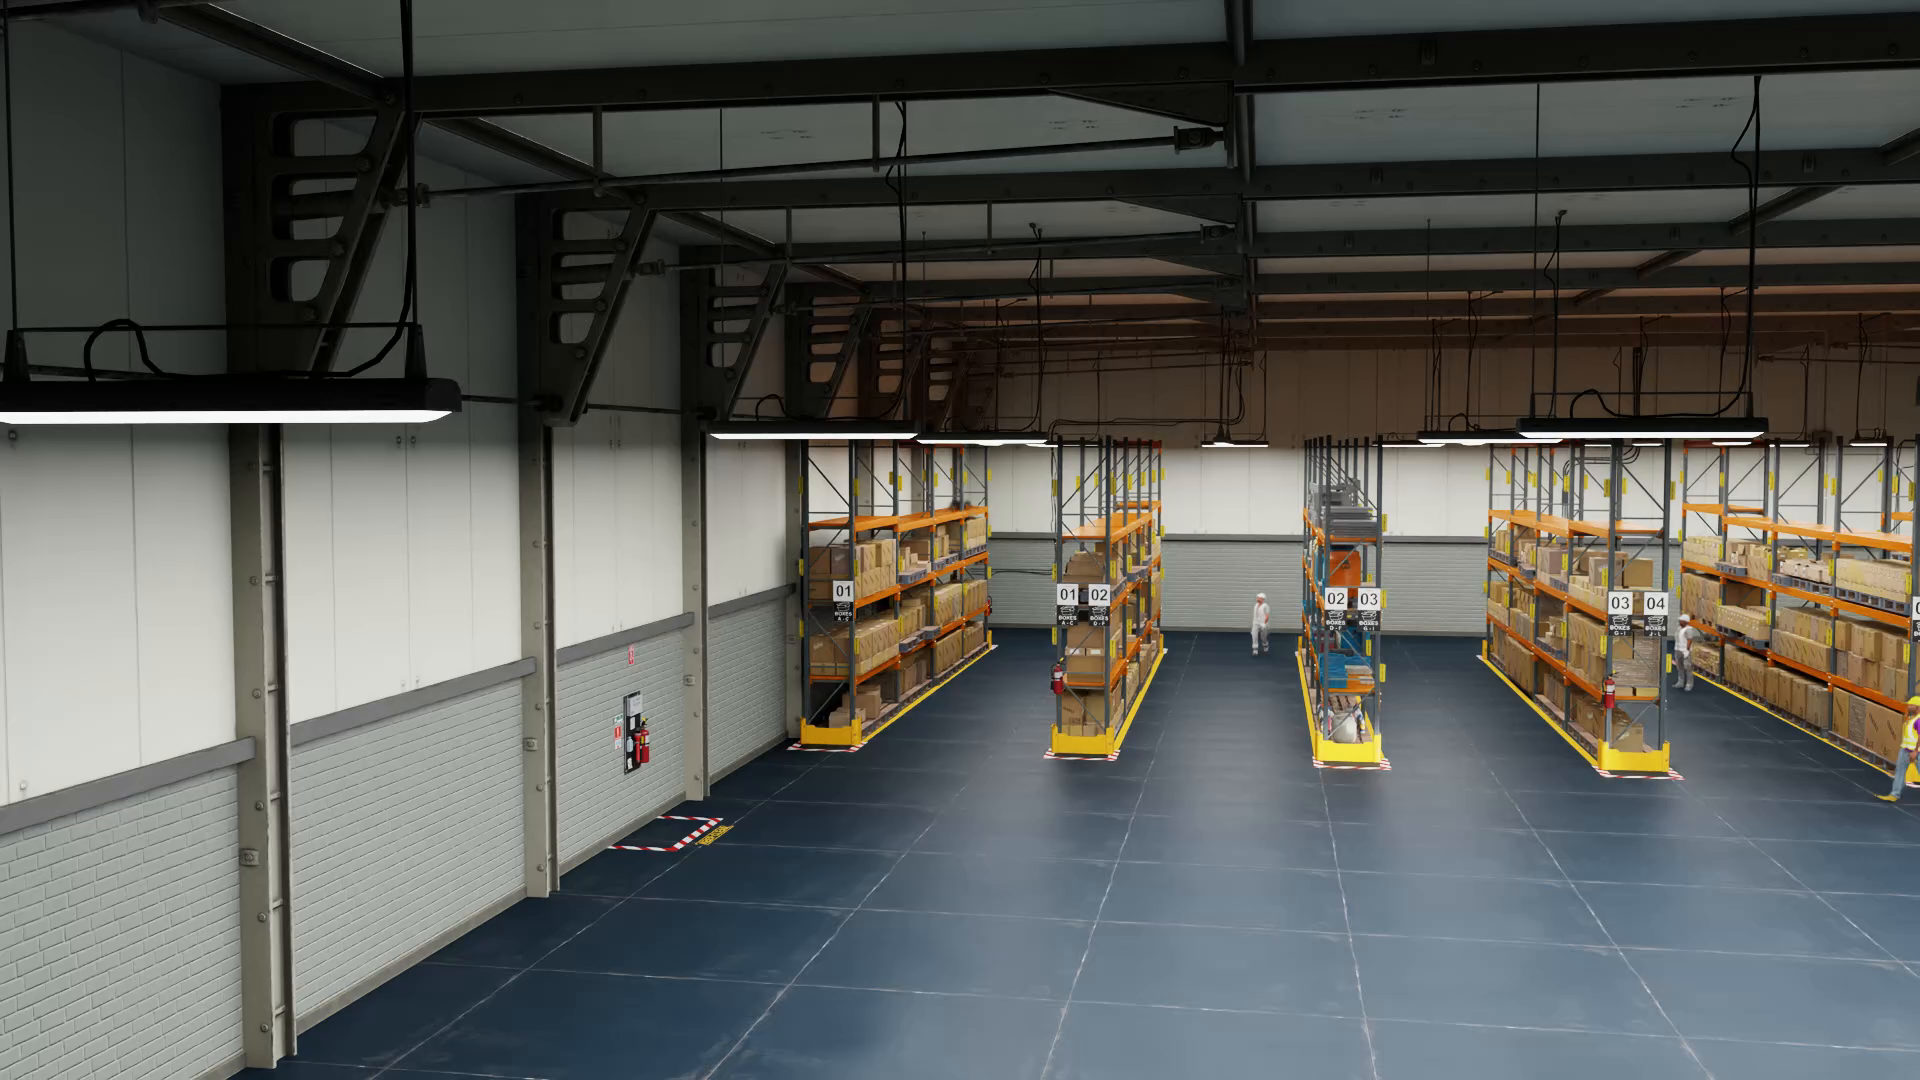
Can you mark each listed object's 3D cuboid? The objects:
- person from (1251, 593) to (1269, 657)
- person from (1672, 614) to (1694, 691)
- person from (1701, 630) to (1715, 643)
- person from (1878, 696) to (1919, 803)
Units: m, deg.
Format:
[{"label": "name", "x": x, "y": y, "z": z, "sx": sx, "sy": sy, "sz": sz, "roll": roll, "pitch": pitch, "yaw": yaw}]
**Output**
[{"label": "person", "x": 8.332, "y": 2.355, "z": 46.195, "sx": 0.564, "sy": 1.748, "sz": 0.975, "roll": 2, "pitch": 3, "yaw": 26}, {"label": "person", "x": 17.348, "y": 2.687, "z": 39.849, "sx": 0.398, "sy": 1.813, "sz": 0.567, "roll": -1, "pitch": 3, "yaw": -20}, {"label": "person", "x": 20.467, "y": 2.421, "z": 45.501, "sx": 0.969, "sy": 1.619, "sz": 0.563, "roll": 2, "pitch": 4, "yaw": 29}, {"label": "person", "x": 15.493, "y": 3.401, "z": 26.930, "sx": 1.027, "sy": 1.737, "sz": 0.515, "roll": -1, "pitch": 3, "yaw": -13}]
